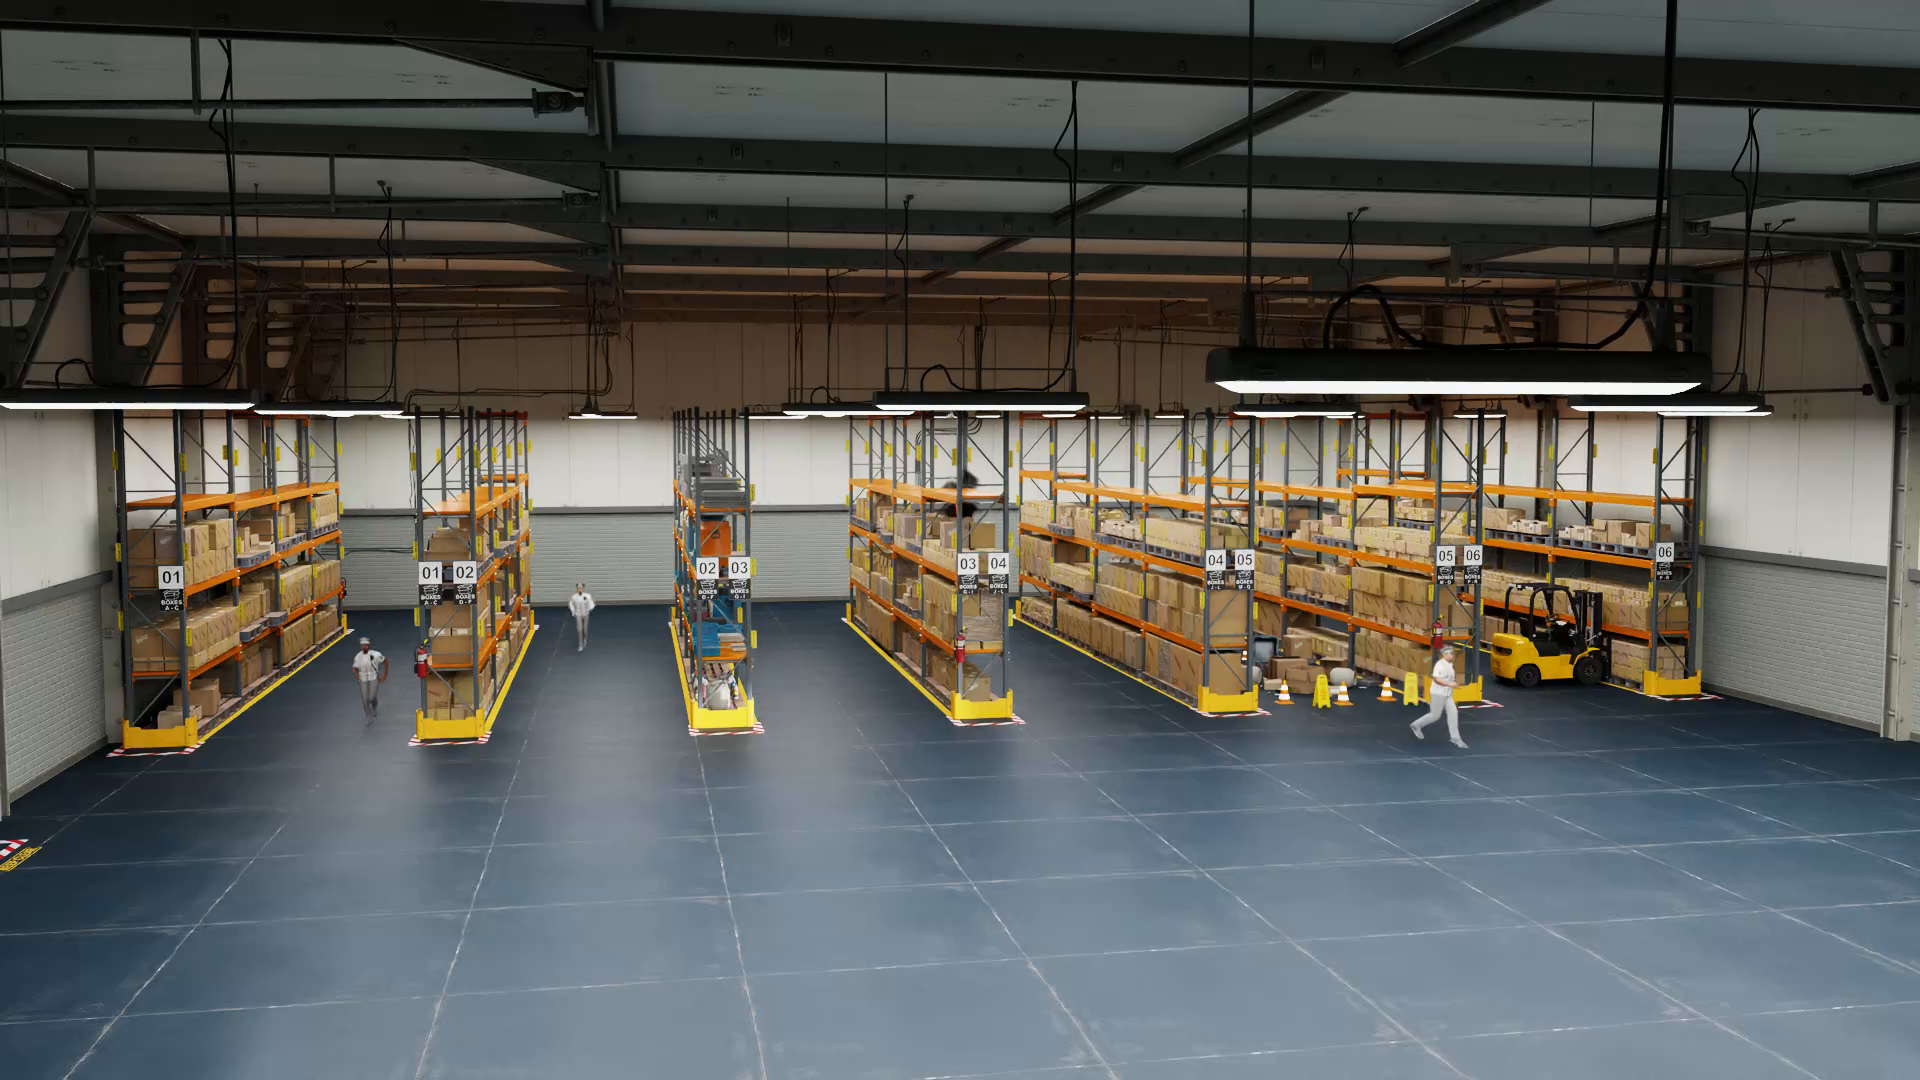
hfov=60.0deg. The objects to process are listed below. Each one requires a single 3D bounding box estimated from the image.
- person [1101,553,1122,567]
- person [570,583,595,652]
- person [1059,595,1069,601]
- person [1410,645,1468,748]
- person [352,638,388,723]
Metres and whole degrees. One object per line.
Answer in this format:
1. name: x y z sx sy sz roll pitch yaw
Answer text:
1. person: 4.625 1.249 50.522 0.777 1.826 0.685 -2 4 -22
2. person: -9.438 1.898 41.571 0.610 1.694 0.860 -1 4 -10
3. person: 3.117 1.371 49.768 0.944 1.657 0.594 3 5 41
4. person: 8.512 2.749 29.477 1.032 1.789 0.685 3 5 34
5. person: -11.173 2.661 31.448 0.611 1.657 0.652 0 4 -6
